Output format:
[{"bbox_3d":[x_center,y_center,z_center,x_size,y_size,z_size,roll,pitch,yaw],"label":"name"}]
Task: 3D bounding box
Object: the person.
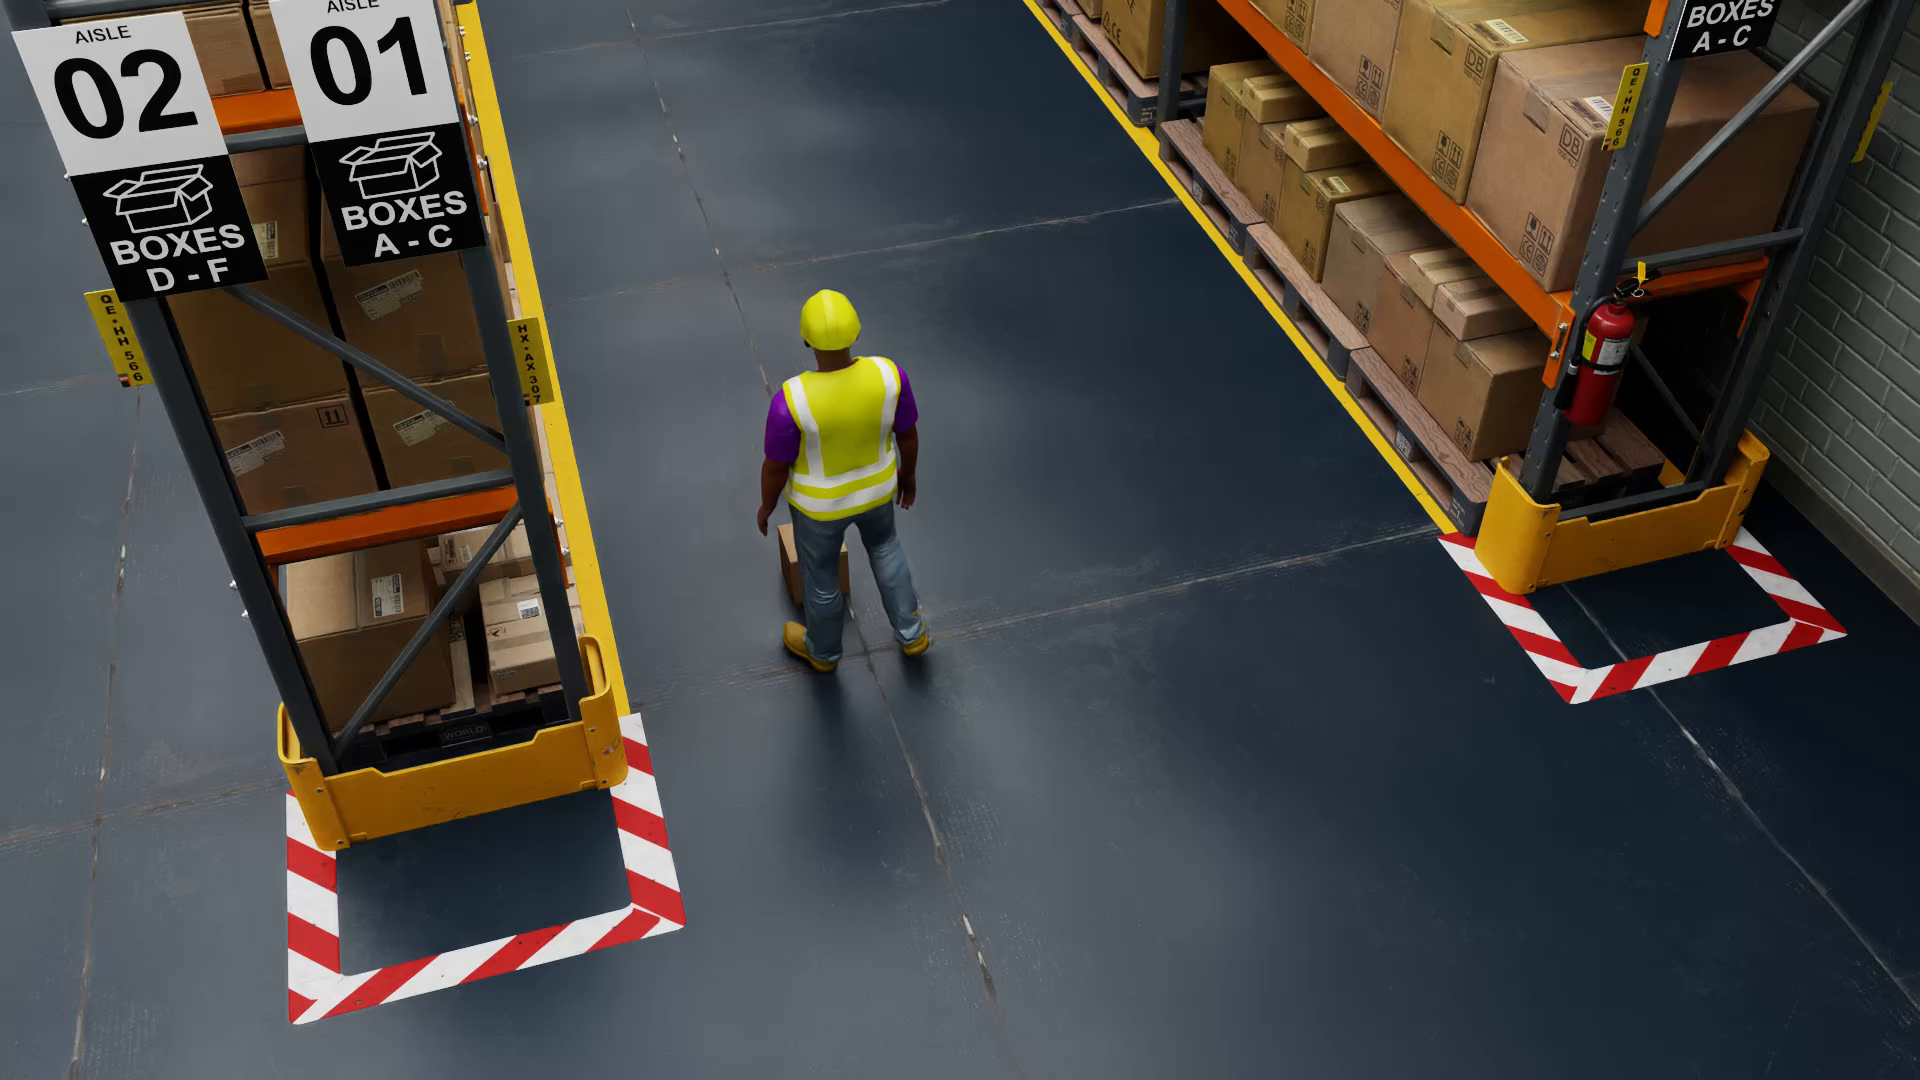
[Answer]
[{"bbox_3d":[-0.454,-0.187,6.320,0.642,1.773,0.476,-19,45,-20],"label":"person"}]
